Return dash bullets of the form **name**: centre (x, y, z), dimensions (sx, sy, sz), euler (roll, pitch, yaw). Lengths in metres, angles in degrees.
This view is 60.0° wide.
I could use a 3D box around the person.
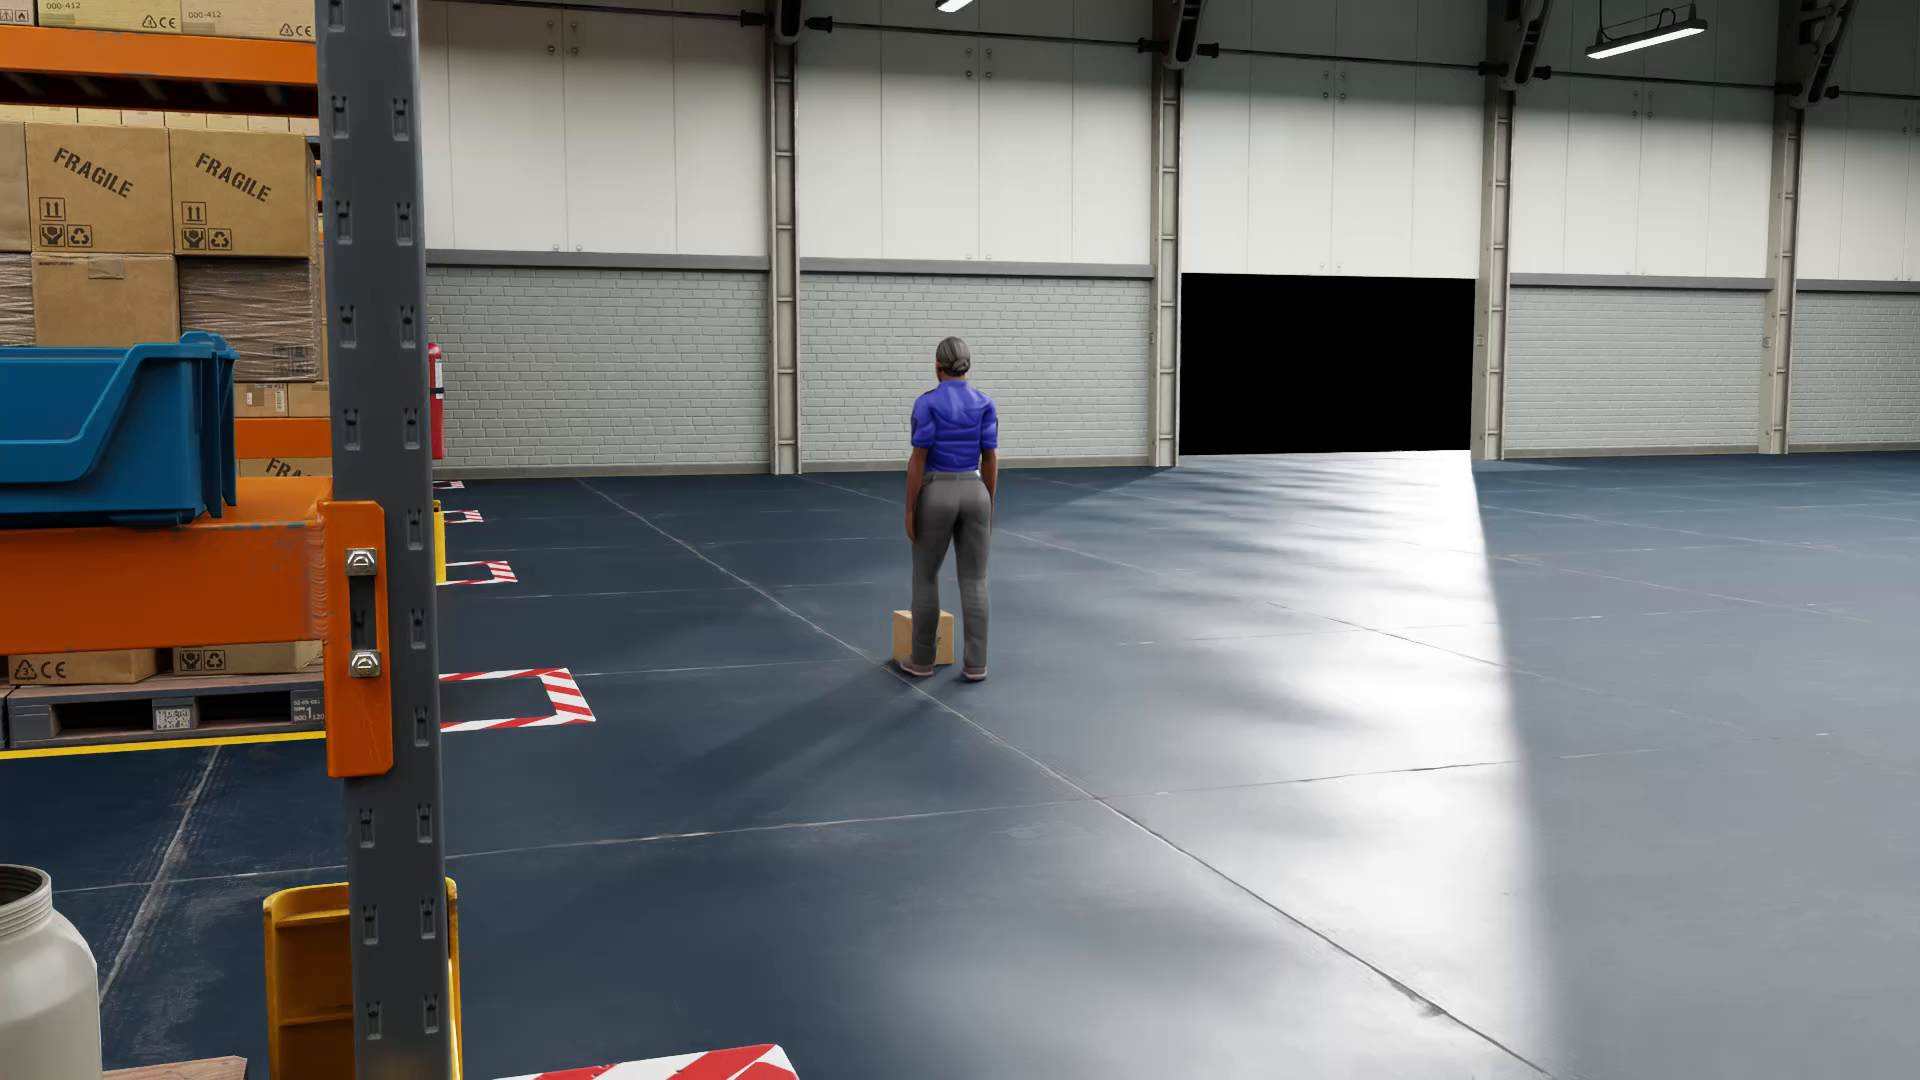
- **person**: centre (-0.067, -0.158, 8.106), dimensions (0.456, 1.658, 0.472), euler (-2, 6, -18)
